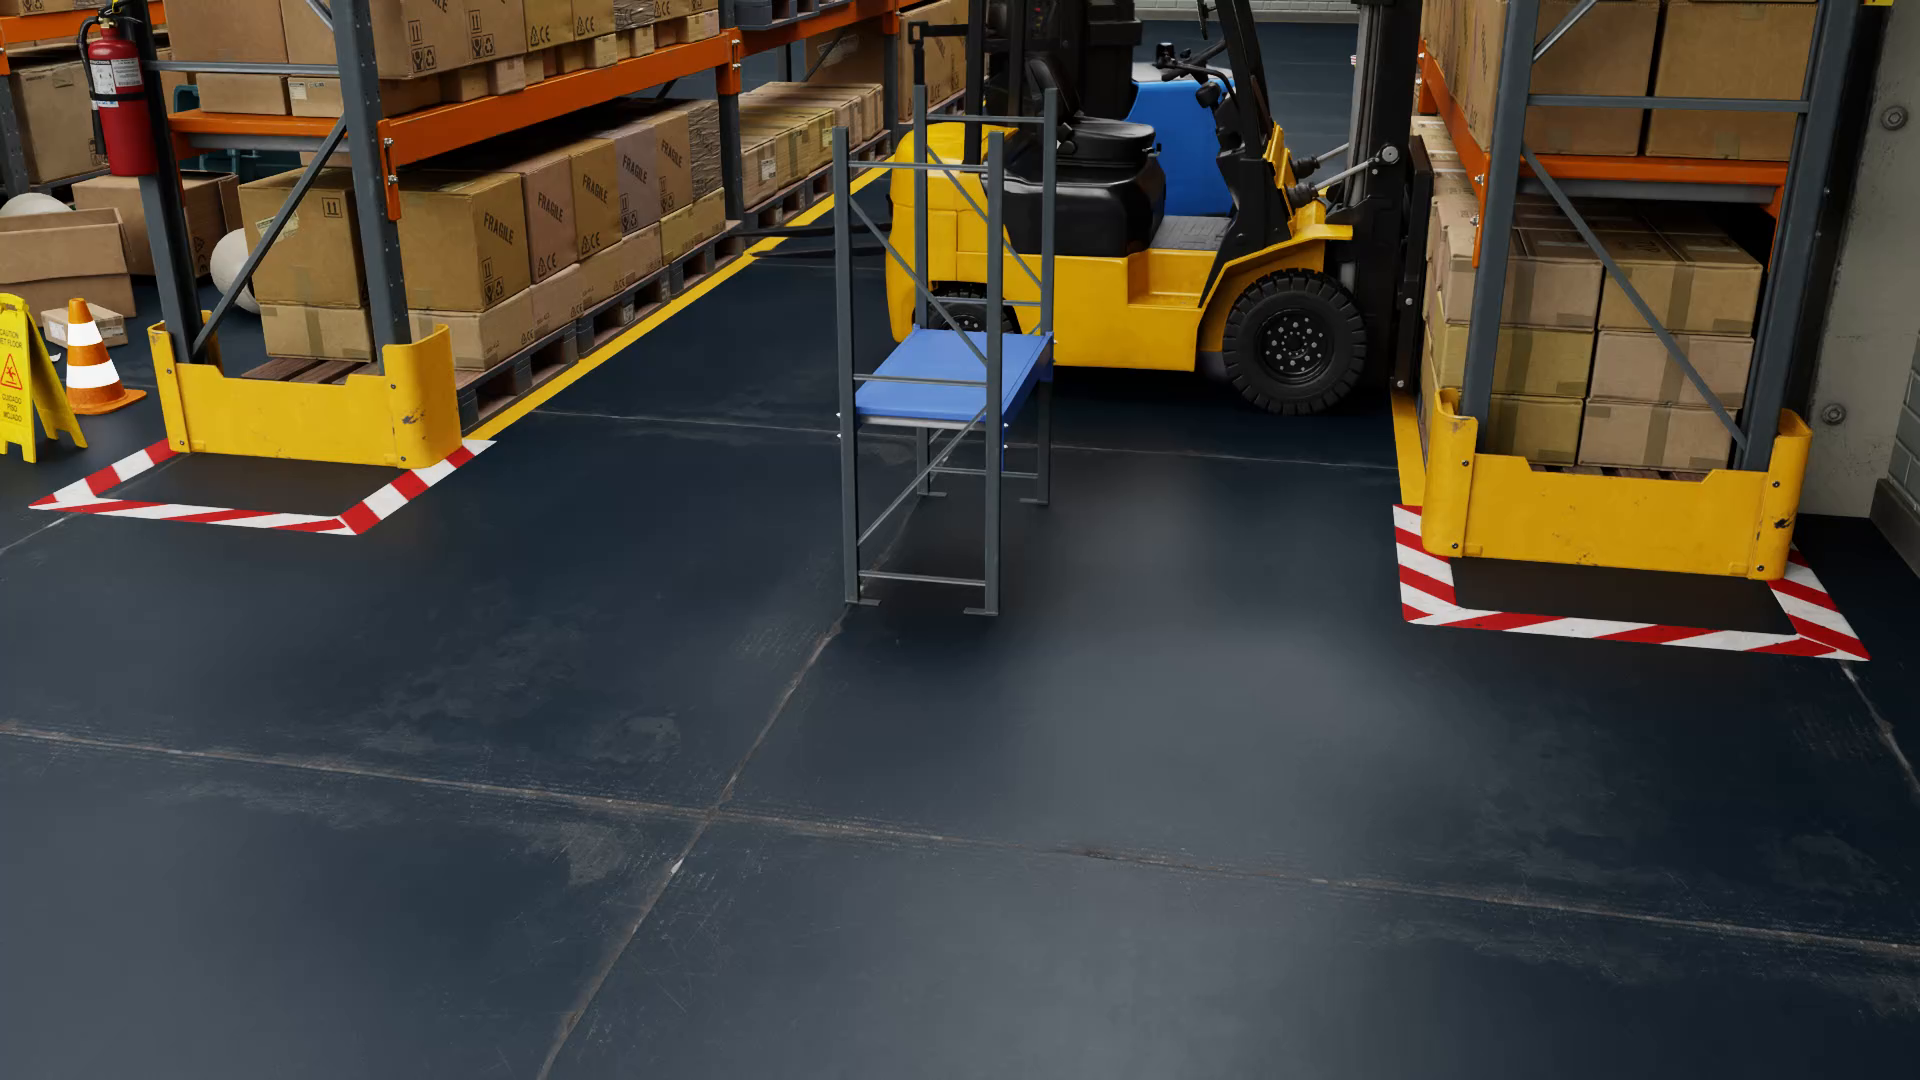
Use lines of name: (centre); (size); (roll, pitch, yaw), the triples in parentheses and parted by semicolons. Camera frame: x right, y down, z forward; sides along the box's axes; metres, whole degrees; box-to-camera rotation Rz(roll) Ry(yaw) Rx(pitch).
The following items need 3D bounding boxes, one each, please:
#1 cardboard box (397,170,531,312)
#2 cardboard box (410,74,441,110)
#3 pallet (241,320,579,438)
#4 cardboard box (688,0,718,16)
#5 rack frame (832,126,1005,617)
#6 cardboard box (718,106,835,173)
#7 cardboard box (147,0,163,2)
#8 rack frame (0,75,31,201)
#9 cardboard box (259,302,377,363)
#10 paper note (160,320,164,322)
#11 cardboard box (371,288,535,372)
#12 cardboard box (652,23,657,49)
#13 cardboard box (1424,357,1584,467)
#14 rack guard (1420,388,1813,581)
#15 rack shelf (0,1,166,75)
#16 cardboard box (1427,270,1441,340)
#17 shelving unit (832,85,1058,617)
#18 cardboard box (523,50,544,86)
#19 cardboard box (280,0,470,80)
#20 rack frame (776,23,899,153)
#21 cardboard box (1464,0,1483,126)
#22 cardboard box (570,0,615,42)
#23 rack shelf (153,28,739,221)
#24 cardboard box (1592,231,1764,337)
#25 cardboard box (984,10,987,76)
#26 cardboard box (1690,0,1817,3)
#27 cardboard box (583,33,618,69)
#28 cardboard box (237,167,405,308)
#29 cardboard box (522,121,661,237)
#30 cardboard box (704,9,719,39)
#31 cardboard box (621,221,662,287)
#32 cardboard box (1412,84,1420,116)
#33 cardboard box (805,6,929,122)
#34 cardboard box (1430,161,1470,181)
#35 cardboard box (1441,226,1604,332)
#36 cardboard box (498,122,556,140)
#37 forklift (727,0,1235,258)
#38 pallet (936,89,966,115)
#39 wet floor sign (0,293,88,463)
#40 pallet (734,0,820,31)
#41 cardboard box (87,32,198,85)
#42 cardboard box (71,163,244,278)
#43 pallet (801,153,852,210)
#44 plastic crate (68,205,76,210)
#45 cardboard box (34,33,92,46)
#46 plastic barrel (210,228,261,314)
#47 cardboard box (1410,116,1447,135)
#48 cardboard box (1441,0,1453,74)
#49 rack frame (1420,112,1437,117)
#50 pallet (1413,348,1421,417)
cardboard box: (-2.208, -1.295, 7.170); (0.500, 0.500, 0.500); (4, 22, 9)
cardboard box: (-2.338, -1.831, 6.721); (0.380, 0.149, 0.250); (5, 22, 12)
pallet: (-2.431, -0.774, 7.494); (1.003, 0.211, 1.213); (4, 22, 11)
cardboard box: (-1.678, -3.211, 9.280); (0.500, 0.500, 0.500); (4, 22, 10)
rack frame: (-0.121, -0.479, 5.034); (0.500, 1.500, 0.032); (4, 22, 11)
cardboard box: (-1.443, -2.894, 11.979); (0.950, 0.372, 0.625); (5, 23, 13)
cardboard box: (-6.120, -4.134, 11.970); (0.500, 0.500, 0.500); (4, 22, 11)
rack frame: (-6.698, -3.549, 10.650); (1.000, 3.000, 0.127); (4, 22, 11)
cardboard box: (-2.741, -0.990, 7.415); (0.500, 0.250, 0.500); (4, 22, 11)
paper note: (-4.083, -1.160, 8.708); (0.148, 0.019, 0.142); (13, 25, 29)
cardboard box: (-2.212, -0.939, 7.288); (0.500, 0.250, 0.500); (4, 22, 10)
cardboard box: (-1.837, -2.680, 8.829); (0.380, 0.149, 0.250); (4, 22, 10)
cardboard box: (1.999, -0.484, 6.158); (0.500, 0.250, 0.500); (5, 22, 11)
rack guard: (2.208, -0.200, 5.682); (1.175, 0.500, 0.348); (4, 22, 11)
rack shelf: (-6.290, -3.947, 12.601); (1.077, 0.370, 4.000); (4, 22, 11)
cardboard box: (2.119, -0.904, 6.533); (0.500, 0.250, 0.500); (4, 22, 10)
shelving unit: (-0.017, -0.665, 5.496); (0.538, 1.500, 1.048); (4, 22, 11)
cardboard box: (-2.088, -2.108, 7.409); (0.380, 0.149, 0.250); (5, 22, 12)
cardboard box: (-2.279, -2.082, 6.476); (0.500, 0.500, 0.500); (4, 22, 10)
rack frame: (-1.015, -4.671, 13.437); (1.000, 3.000, 0.127); (4, 22, 11)
cardboard box: (2.171, -1.804, 6.184); (0.500, 0.500, 0.500); (5, 23, 13)
cardboard box: (-1.978, -2.645, 7.873); (0.500, 0.500, 0.500); (4, 22, 10)
rack shelf: (-2.239, -2.143, 8.123); (1.077, 0.370, 4.000); (4, 22, 11)
cardboard box: (2.496, -0.913, 5.886); (0.500, 0.250, 0.500); (4, 22, 10)
cardboard box: (-0.247, -5.111, 16.810); (0.875, 0.875, 0.875); (5, 23, 13)
cardboard box: (2.536, -1.820, 5.356); (0.380, 0.149, 0.250); (4, 22, 10)
cardboard box: (-1.901, -2.391, 8.112); (0.380, 0.149, 0.250); (5, 22, 11)
cardboard box: (-2.739, -1.326, 7.245); (0.500, 0.500, 0.500); (5, 22, 11)
cardboard box: (-1.894, -1.866, 8.586); (0.500, 0.500, 0.500); (6, 23, 14)
cardboard box: (-1.598, -2.951, 9.502); (0.380, 0.149, 0.250); (4, 22, 10)
cardboard box: (-1.896, -1.510, 8.706); (0.500, 0.250, 0.500); (5, 22, 12)
cardboard box: (3.442, -2.675, 11.096); (0.875, 0.625, 0.625); (4, 22, 9)
cardboard box: (-0.793, -4.127, 14.367); (0.875, 0.875, 0.875); (4, 22, 10)
cardboard box: (2.304, -1.501, 7.346); (0.500, 0.250, 0.500); (4, 22, 10)
cardboard box: (2.001, -0.944, 5.962); (0.500, 0.250, 0.500); (5, 23, 13)
cardboard box: (-2.421, -1.894, 8.657); (0.500, 0.500, 0.500); (6, 23, 14)
forklift: (0.173, -3.023, 9.436); (3.031, 2.935, 1.130); (-8, 23, -19)
pallet: (-0.529, -4.105, 15.764); (1.003, 0.211, 1.213); (4, 22, 11)
wet floor sign: (-3.734, -0.666, 6.643); (0.267, 0.644, 0.232); (13, 25, 29)
pallet: (-1.533, -3.388, 10.507); (1.003, 0.211, 1.213); (4, 22, 11)
cardboard box: (-6.269, -3.627, 13.294); (1.050, 0.750, 0.750); (5, 22, 12)
cardboard box: (-4.585, -1.829, 9.539); (0.797, 0.637, 0.503); (4, 22, 11)
pallet: (-1.427, -2.647, 12.144); (1.003, 0.211, 1.213); (4, 22, 11)
plastic crate: (-5.451, -2.108, 10.759); (0.450, 0.188, 0.662); (7, 21, 42)
cardboard box: (-10.193, -5.536, 17.867); (1.225, 0.875, 0.875); (4, 22, 9)
plastic barrel: (-3.708, -1.421, 8.816); (0.421, 0.421, 0.512); (-16, 27, -35)
cardboard box: (2.623, -2.062, 8.737); (0.500, 0.250, 0.500); (4, 22, 10)
cardboard box: (2.490, -2.358, 7.561); (0.500, 0.500, 0.500); (4, 22, 10)
rack frame: (3.029, -2.831, 8.869); (1.000, 3.000, 0.127); (4, 22, 11)
pallet: (2.579, -0.803, 7.564); (1.003, 0.211, 1.213); (4, 22, 11)
